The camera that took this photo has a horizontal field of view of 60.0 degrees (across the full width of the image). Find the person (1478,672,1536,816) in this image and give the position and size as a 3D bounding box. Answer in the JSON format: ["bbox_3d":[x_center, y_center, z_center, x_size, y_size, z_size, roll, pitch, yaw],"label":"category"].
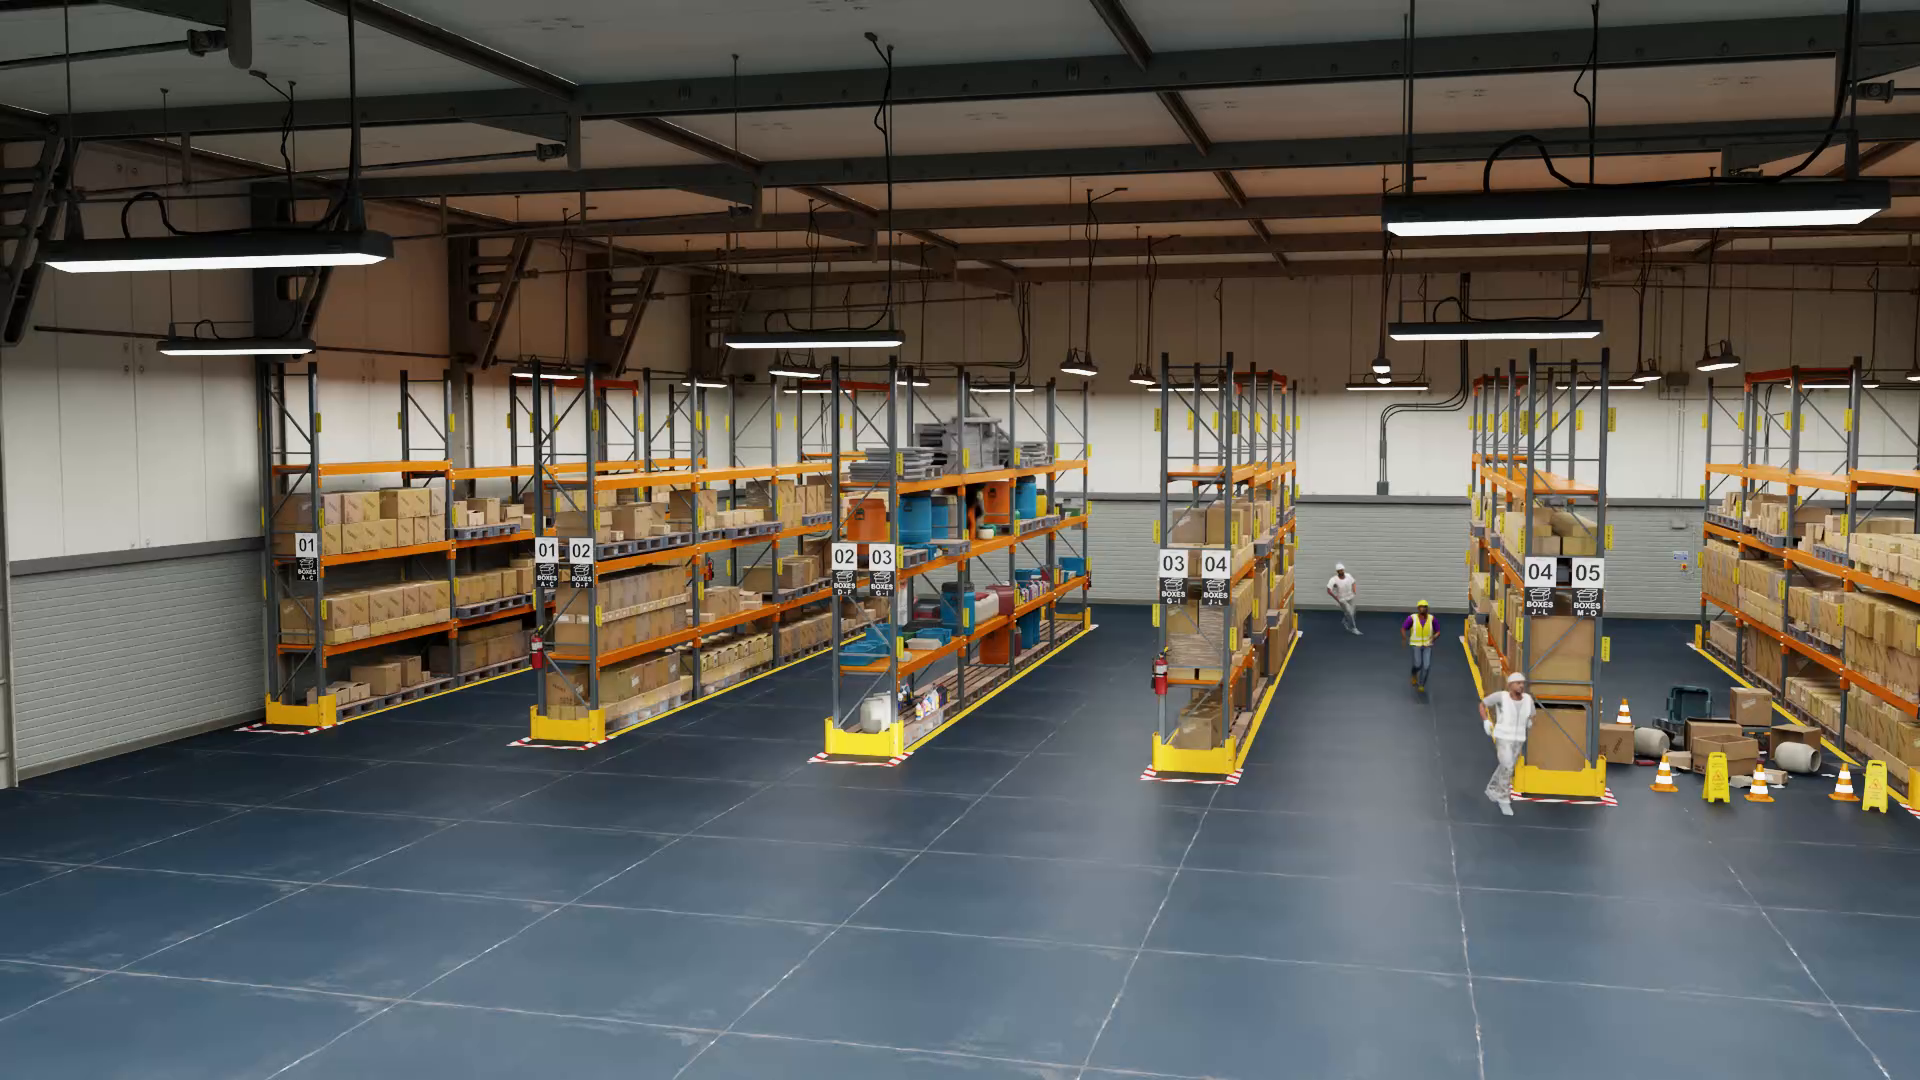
[{"bbox_3d":[7.145,2.611,21.588,0.679,1.813,0.846,-1,4,-13],"label":"person"}]

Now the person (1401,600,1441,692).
[{"bbox_3d":[8.573,1.969,30.875,0.698,1.720,0.576,1,4,8],"label":"person"}]

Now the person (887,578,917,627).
[{"bbox_3d":[-1.273,1.576,36.343,0.653,1.742,0.587,0,4,4],"label":"person"}]

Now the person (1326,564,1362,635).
[{"bbox_3d":[9.071,1.392,39.413,0.832,1.680,0.746,-2,4,-25],"label":"person"}]
